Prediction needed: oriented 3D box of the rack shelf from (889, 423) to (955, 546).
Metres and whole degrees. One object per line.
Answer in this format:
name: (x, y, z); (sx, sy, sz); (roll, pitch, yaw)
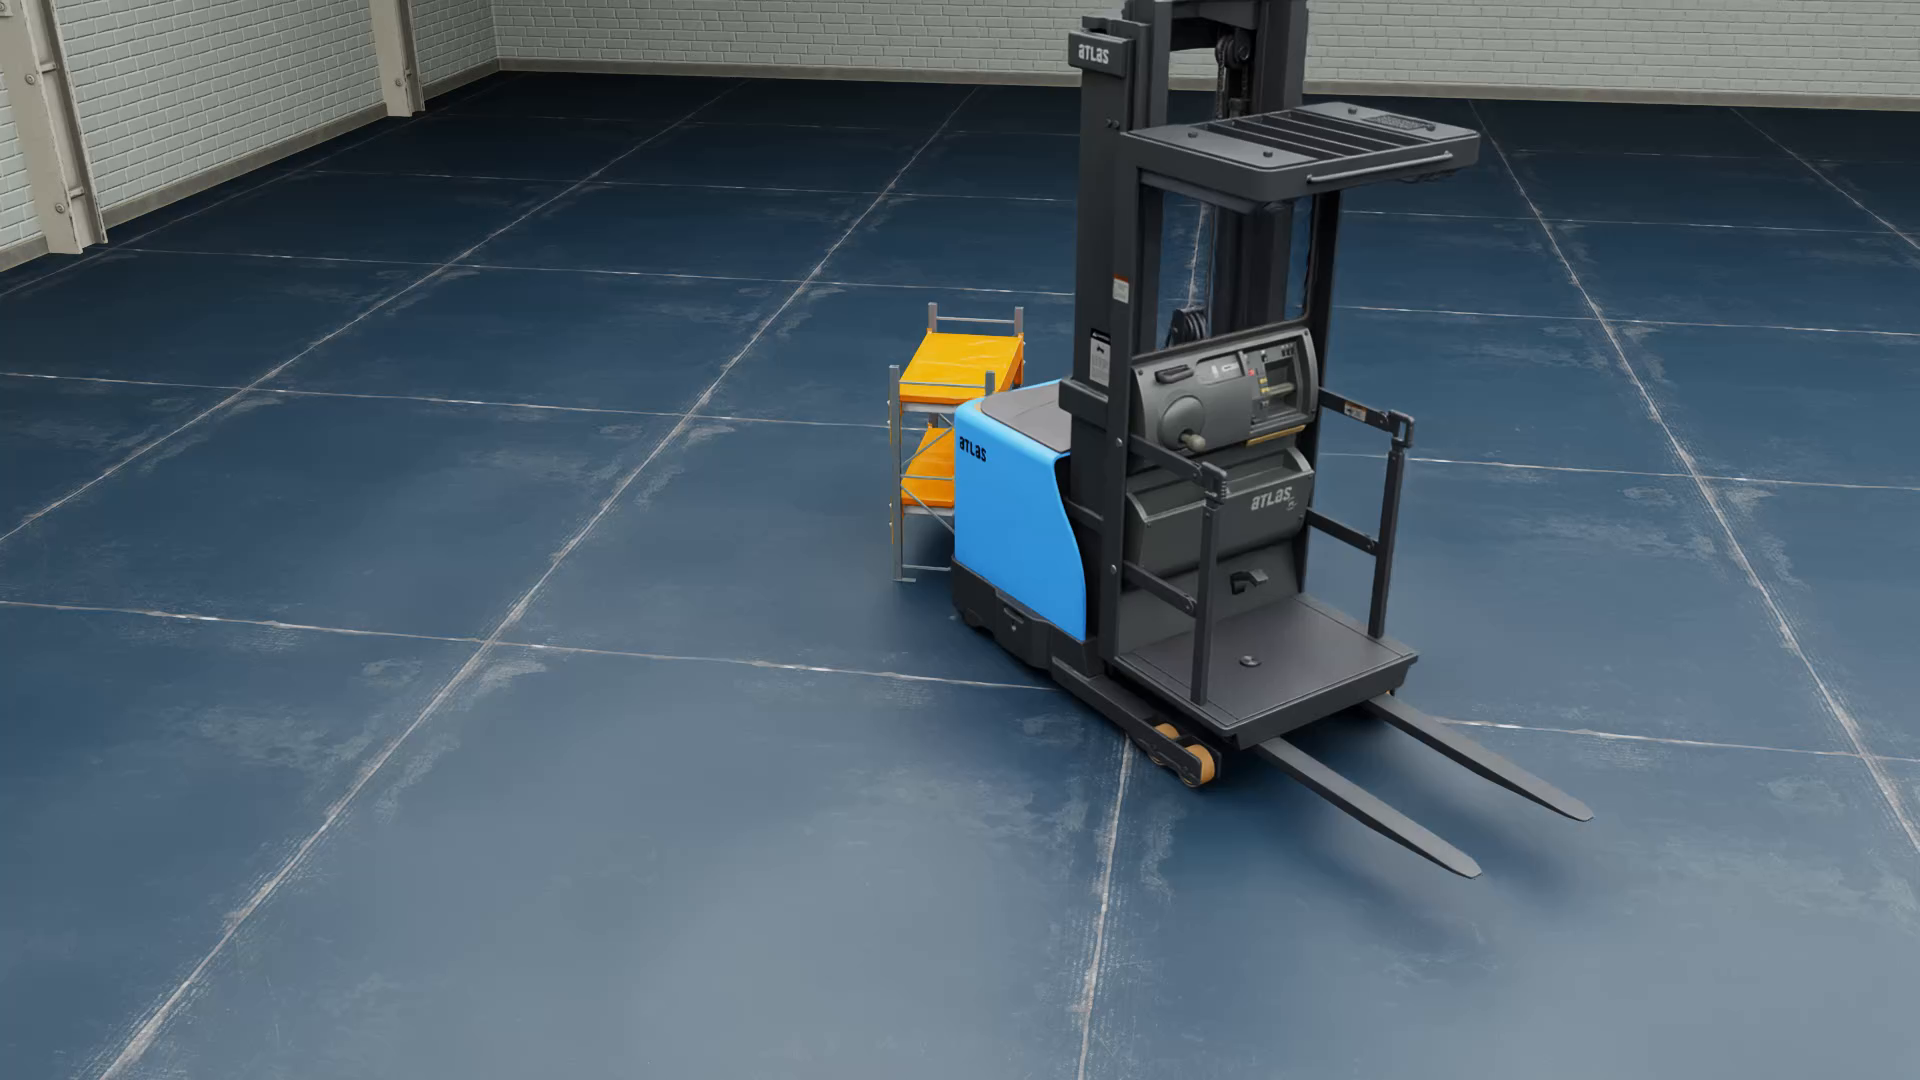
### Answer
rack shelf: (-0.001, -0.285, 8.609); (0.538, 0.278, 1.000); (4, 25, 9)

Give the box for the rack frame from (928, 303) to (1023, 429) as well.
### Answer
rack frame: (0.082, -0.719, 8.960); (0.500, 1.125, 0.032); (4, 25, 9)

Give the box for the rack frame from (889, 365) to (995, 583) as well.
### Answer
rack frame: (-0.084, -0.294, 8.051); (0.500, 1.125, 0.032); (4, 25, 9)

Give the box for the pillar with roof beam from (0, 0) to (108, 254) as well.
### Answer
pillar with roof beam: (-3.201, -6.250, 11.487); (9.100, 9.000, 0.400); (4, 25, 9)

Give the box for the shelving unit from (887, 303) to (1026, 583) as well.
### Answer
shelving unit: (-0.001, -0.507, 8.505); (0.538, 1.125, 1.048); (4, 25, 9)

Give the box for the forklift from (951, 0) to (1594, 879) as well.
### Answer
forklift: (1.197, -0.572, 6.514); (1.130, 2.935, 3.031); (-16, 29, -30)

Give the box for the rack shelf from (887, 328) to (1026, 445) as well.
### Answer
rack shelf: (-0.001, -0.772, 8.381); (0.538, 0.278, 1.000); (4, 25, 9)

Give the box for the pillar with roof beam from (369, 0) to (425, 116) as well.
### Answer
pillar with roof beam: (-2.220, -8.759, 16.848); (9.100, 9.000, 0.400); (4, 25, 9)
